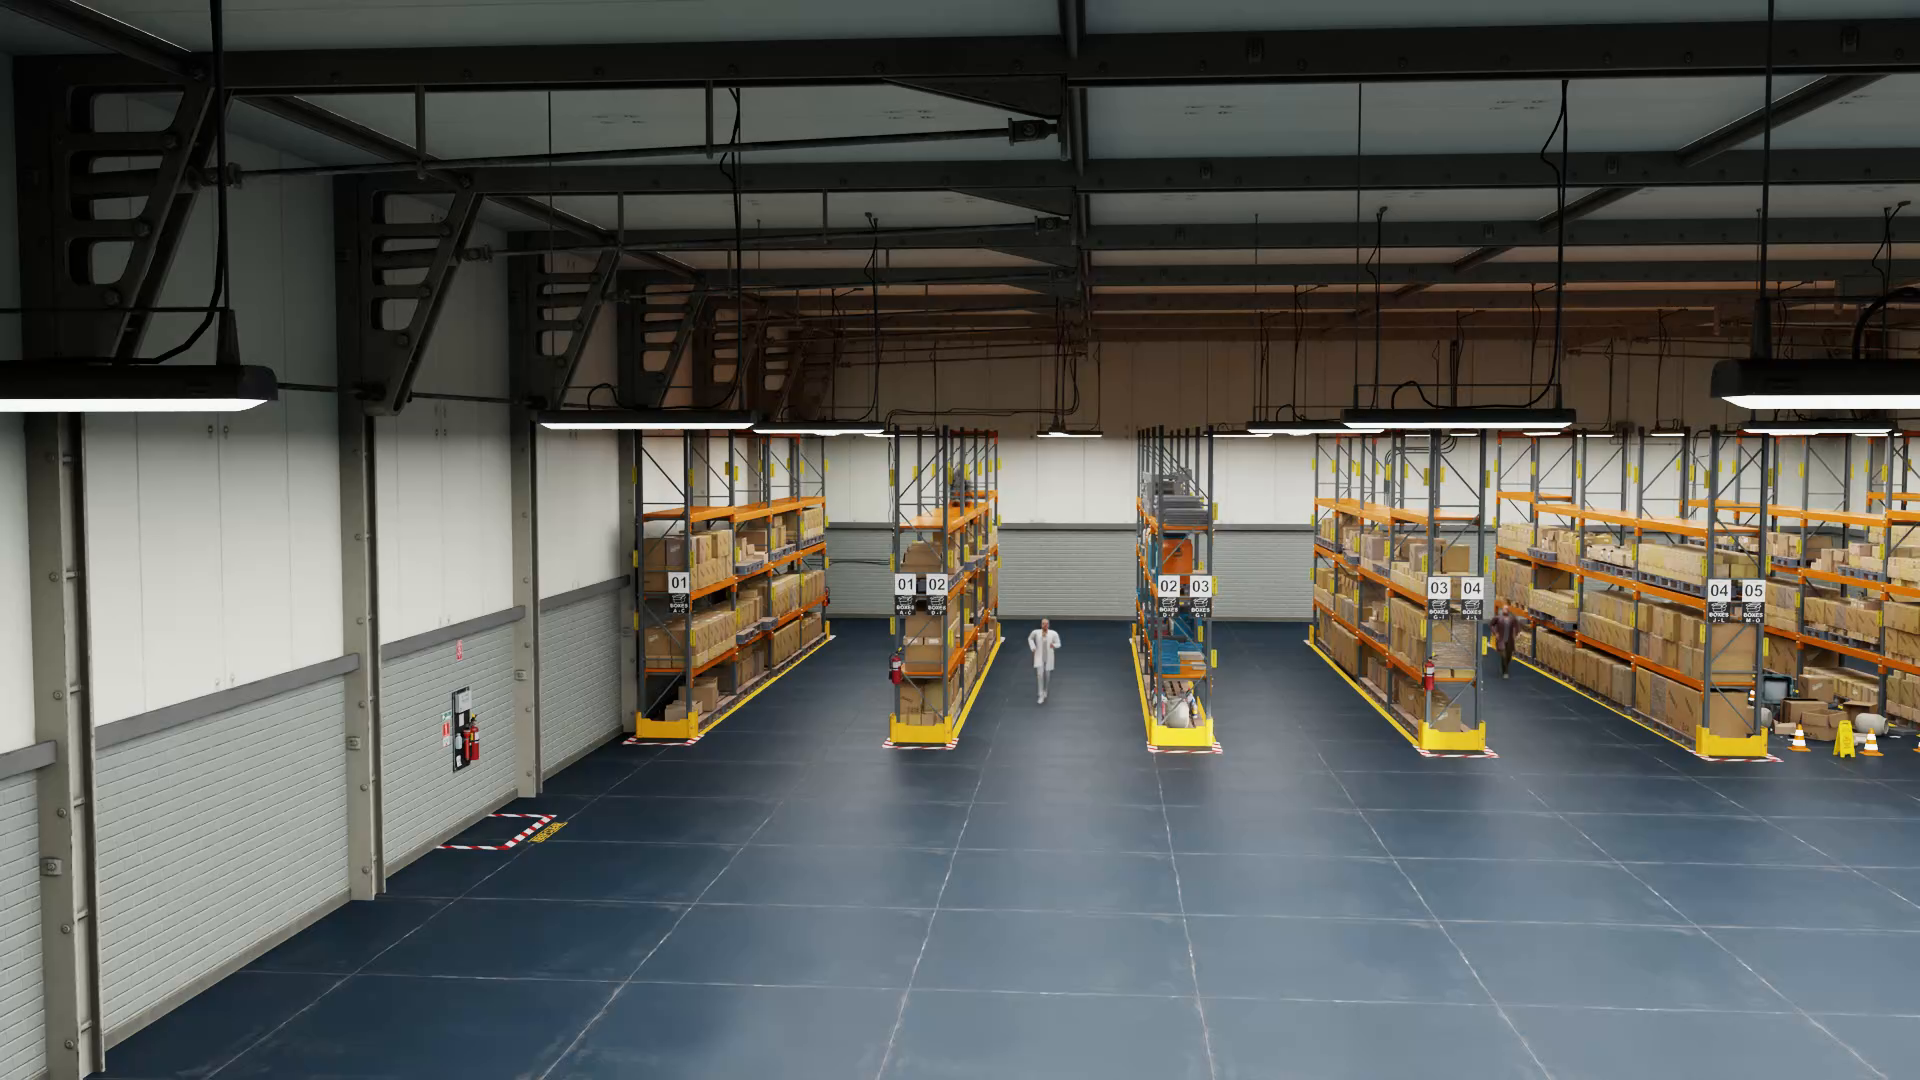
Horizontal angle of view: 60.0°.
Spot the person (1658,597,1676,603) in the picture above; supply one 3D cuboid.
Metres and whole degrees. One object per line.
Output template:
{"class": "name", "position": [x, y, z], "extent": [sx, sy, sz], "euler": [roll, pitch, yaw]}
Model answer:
{"class": "person", "position": [20.880, 1.950, 49.003], "extent": [0.592, 1.652, 0.608], "euler": [-1, 4, -14]}

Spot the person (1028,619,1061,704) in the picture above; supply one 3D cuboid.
{"class": "person", "position": [1.856, 2.641, 36.472], "extent": [0.691, 1.844, 0.906], "euler": [0, 3, -2]}

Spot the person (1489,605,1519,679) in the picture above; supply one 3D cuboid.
{"class": "person", "position": [13.124, 2.439, 40.107], "extent": [0.701, 1.763, 0.893], "euler": [0, 3, 4]}
